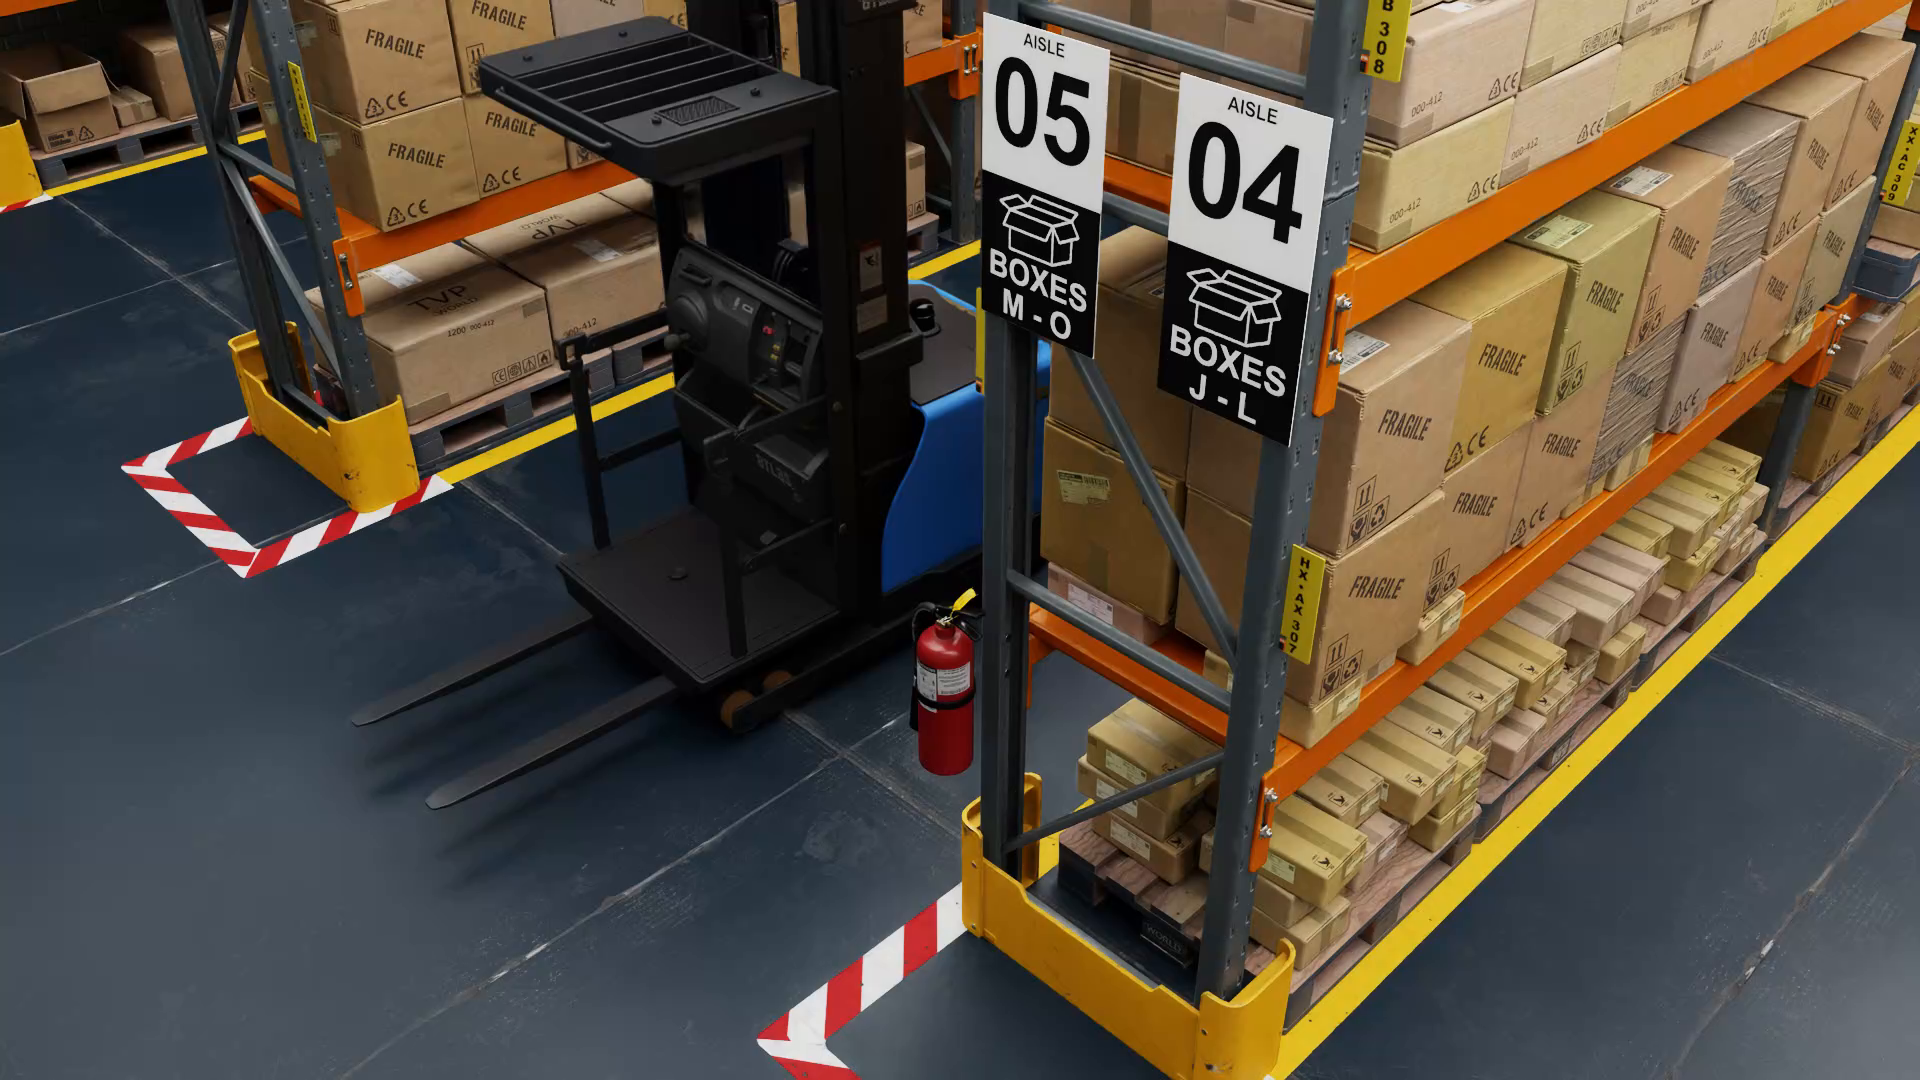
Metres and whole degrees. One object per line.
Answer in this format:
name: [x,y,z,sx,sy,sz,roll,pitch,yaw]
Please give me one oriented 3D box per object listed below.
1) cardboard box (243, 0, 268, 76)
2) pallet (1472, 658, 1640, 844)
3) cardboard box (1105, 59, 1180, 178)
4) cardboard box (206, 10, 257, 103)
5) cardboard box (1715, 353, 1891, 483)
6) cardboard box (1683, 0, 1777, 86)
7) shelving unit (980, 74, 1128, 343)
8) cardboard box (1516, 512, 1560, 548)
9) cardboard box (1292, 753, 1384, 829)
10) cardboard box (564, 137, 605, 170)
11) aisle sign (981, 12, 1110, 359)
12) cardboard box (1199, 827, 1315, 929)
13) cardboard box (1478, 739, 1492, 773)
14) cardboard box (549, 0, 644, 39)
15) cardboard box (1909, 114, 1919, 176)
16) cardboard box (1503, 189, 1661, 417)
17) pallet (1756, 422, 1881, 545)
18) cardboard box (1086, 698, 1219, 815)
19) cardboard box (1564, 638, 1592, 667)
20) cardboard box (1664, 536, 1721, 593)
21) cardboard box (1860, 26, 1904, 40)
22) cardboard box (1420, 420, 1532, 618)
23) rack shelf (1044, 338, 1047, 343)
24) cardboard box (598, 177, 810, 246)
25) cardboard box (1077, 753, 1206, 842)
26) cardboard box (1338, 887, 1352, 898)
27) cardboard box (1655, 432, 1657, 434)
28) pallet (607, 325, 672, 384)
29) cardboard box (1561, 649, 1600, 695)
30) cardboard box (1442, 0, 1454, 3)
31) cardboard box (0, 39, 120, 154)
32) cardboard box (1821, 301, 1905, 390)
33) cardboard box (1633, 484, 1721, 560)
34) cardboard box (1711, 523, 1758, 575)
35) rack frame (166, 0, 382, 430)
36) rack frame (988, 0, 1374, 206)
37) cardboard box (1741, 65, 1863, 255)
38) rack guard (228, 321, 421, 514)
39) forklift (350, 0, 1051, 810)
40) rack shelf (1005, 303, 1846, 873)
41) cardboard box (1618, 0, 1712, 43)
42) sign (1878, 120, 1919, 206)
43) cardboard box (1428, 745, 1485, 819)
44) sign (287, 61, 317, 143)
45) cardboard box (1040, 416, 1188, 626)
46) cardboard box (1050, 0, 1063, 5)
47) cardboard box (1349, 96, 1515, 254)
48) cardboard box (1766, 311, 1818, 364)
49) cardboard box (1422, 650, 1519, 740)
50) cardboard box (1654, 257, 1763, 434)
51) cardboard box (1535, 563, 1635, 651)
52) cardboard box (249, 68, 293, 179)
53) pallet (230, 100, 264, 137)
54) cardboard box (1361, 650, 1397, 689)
cardboard box: [-2.952,-2.399,7.606,0.500,0.500,0.500,-28,44,-34]
pallet: [1.972,0.603,6.701,1.003,0.211,1.213,30,45,35]
cardboard box: [0.594,-1.162,4.303,0.500,0.250,0.500,29,44,34]
cardboard box: [-5.076,-3.518,11.990,0.500,0.500,0.500,-29,44,-35]
cardboard box: [3.989,-0.666,7.900,0.500,0.500,0.500,-28,44,-34]
cardboard box: [2.058,-1.581,4.904,0.500,0.250,0.500,29,44,35]
shelving unit: [0.410,-1.060,7.434,0.503,2.100,0.431,-27,43,-33]
cardboard box: [1.788,-0.155,5.570,0.380,0.149,0.250,29,44,34]
cardboard box: [1.181,0.815,5.564,0.250,0.149,0.380,-29,44,-35]
cardboard box: [-1.873,-2.192,8.183,0.500,0.500,0.500,29,44,35]
aisle sign: [0.197,-0.860,4.088,0.394,0.787,0.004,30,45,35]
cardboard box: [1.013,1.064,5.467,0.250,0.149,0.380,-28,44,-34]
cardboard box: [1.724,0.767,6.153,0.380,0.149,0.250,30,45,35]
cardboard box: [-1.866,-2.612,7.911,0.500,0.500,0.500,29,44,35]
cardboard box: [3.884,-1.614,6.774,0.250,0.149,0.380,-27,43,-33]
cardboard box: [1.700,-0.760,4.996,0.500,0.500,0.500,28,44,34]
pallet: [3.827,-0.499,8.280,1.003,0.211,1.213,30,45,35]
cardboard box: [0.655,0.734,5.680,0.250,0.149,0.380,-29,44,-35]
cardboard box: [2.310,0.310,6.548,0.380,0.149,0.250,27,43,33]
cardboard box: [2.925,0.036,6.941,0.380,0.149,0.250,28,44,34]
cardboard box: [4.157,-2.299,7.757,0.380,0.149,0.250,28,44,34]
cardboard box: [1.333,-0.163,5.015,0.500,0.500,0.500,30,45,35]
rack shelf: [0.410,-1.049,7.442,0.480,0.518,0.431,-27,43,-33]
cardboard box: [-1.453,-1.826,9.618,0.875,0.438,0.875,28,44,34]
cardboard box: [0.631,0.844,5.783,0.380,0.149,0.250,28,44,34]
cardboard box: [1.184,1.072,5.715,0.380,0.149,0.250,29,44,35]
cardboard box: [2.323,-0.481,6.037,0.380,0.149,0.250,29,44,35]
pallet: [-1.755,-1.361,9.517,1.003,0.211,1.213,30,45,35]
cardboard box: [2.285,0.467,6.583,0.250,0.149,0.380,-29,44,-35]
cardboard box: [1.044,-1.375,3.823,0.250,0.149,0.380,-28,44,-34]
cardboard box: [-6.149,-3.013,11.264,0.797,0.503,0.637,28,43,34]
cardboard box: [3.988,-0.974,7.687,0.500,0.250,0.500,27,43,33]
cardboard box: [2.892,-0.100,6.876,0.380,0.149,0.250,29,44,35]
cardboard box: [3.245,-0.032,7.299,0.250,0.149,0.380,-29,44,-35]
rack frame: [-3.122,-1.656,7.502,1.000,3.000,0.127,30,45,35]
rack frame: [0.462,-2.163,2.984,1.000,3.000,0.127,30,45,35]
cardboard box: [2.780,-1.387,5.895,0.500,0.500,0.500,28,44,34]
rack guard: [-3.139,-0.621,8.203,1.175,0.500,0.348,30,45,35]
forklift: [-0.994,-0.771,6.293,3.031,2.935,1.130,-27,43,-33]
rack shelf: [1.871,-0.219,6.070,1.077,0.370,4.000,30,45,35]
cardboard box: [1.687,-1.562,4.439,0.500,0.250,0.500,-29,44,-35]
sign: [3.670,-1.465,6.472,0.100,0.325,0.005,30,45,35]
cardboard box: [1.613,0.780,5.874,0.250,0.149,0.380,-28,44,-34]
sign: [-2.733,-1.817,6.908,0.100,0.325,0.005,30,45,35]
cardboard box: [0.596,-0.151,4.997,0.500,0.500,0.500,-29,44,-35]
cardboard box: [0.557,-3.501,10.279,0.500,0.250,0.500,28,44,34]
cardboard box: [0.959,-0.950,3.999,0.500,0.250,0.500,-28,44,-34]
cardboard box: [3.141,-0.864,6.586,0.380,0.149,0.250,28,44,34]
cardboard box: [1.767,0.521,5.985,0.250,0.149,0.380,-28,44,-34]
cardboard box: [2.421,-0.767,5.880,0.500,0.500,0.500,29,44,35]
cardboard box: [2.347,0.236,6.395,0.380,0.149,0.250,28,44,34]
cardboard box: [-2.970,-1.999,7.907,0.500,0.500,0.500,-30,45,-35]
pallet: [-5.173,-3.359,12.382,1.003,0.211,1.213,30,45,35]
cardboard box: [1.072,0.282,4.944,0.250,0.149,0.380,-28,44,-34]
